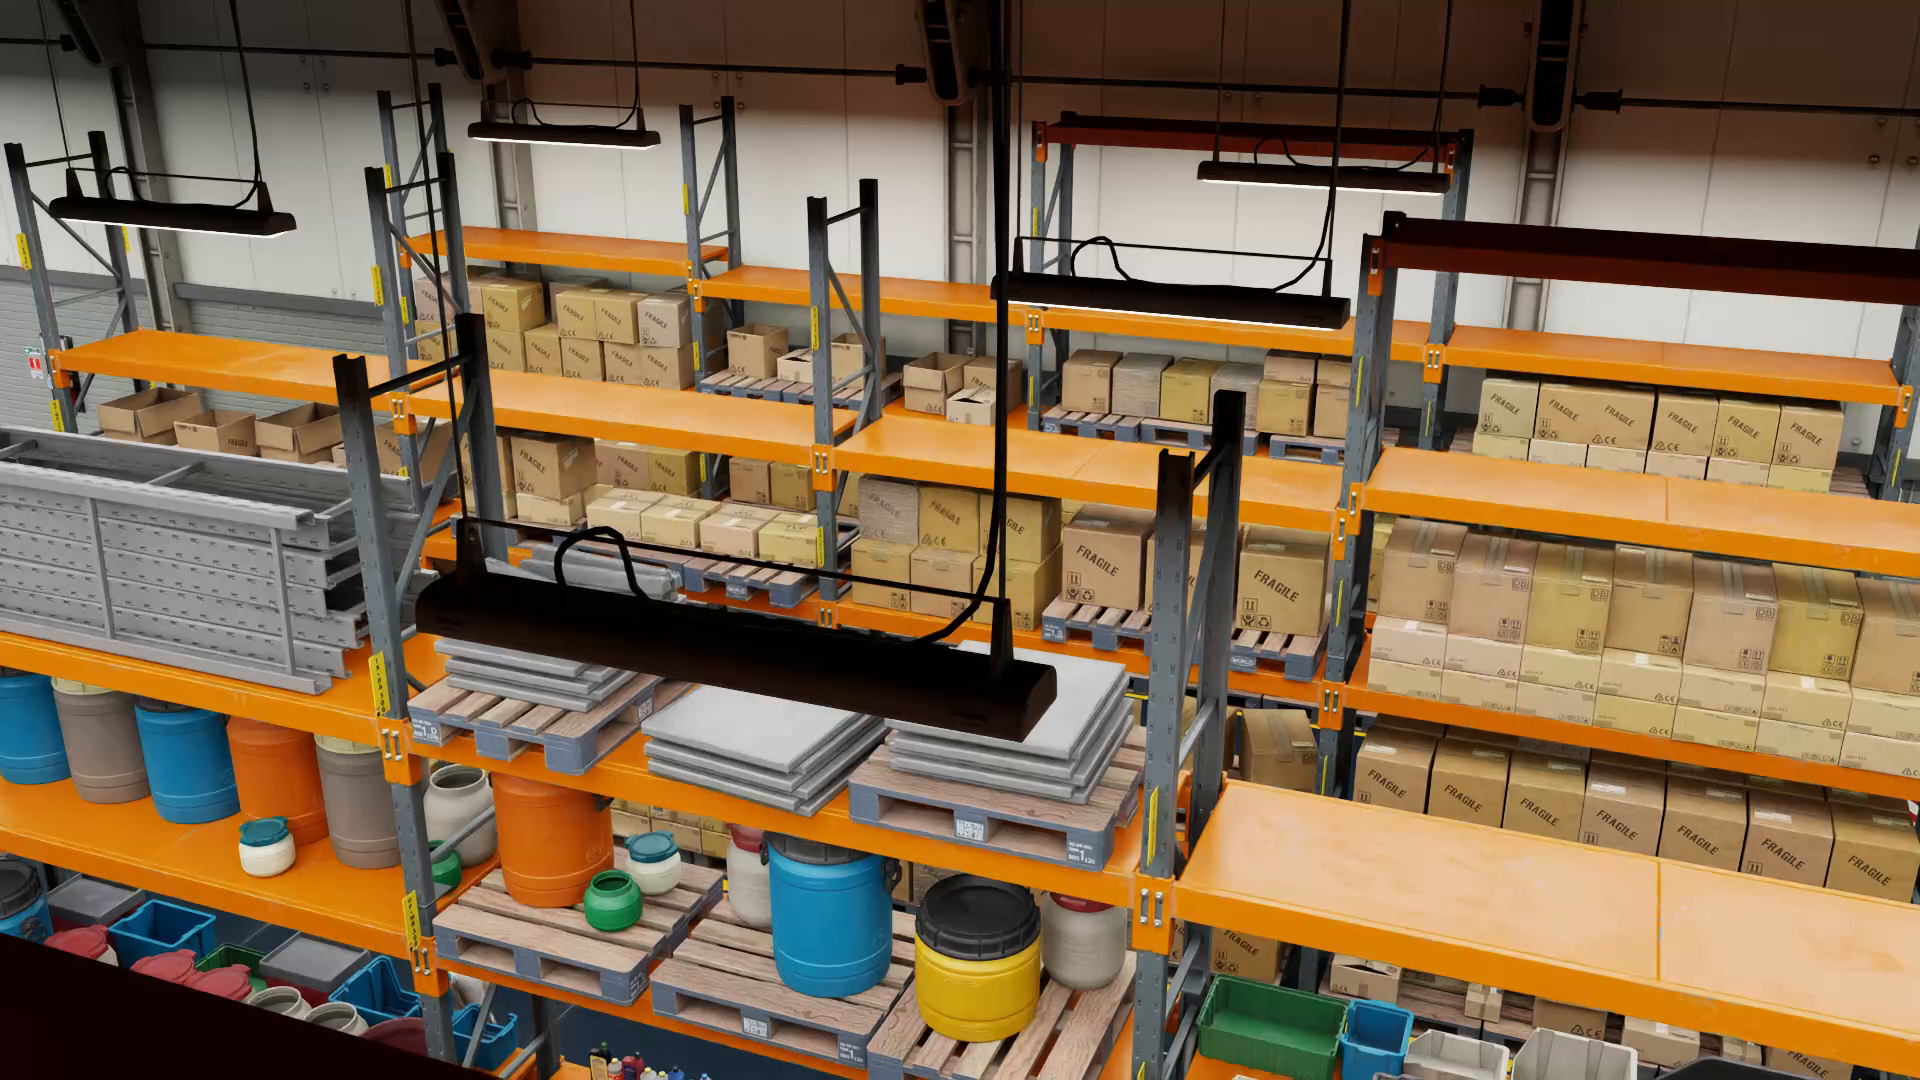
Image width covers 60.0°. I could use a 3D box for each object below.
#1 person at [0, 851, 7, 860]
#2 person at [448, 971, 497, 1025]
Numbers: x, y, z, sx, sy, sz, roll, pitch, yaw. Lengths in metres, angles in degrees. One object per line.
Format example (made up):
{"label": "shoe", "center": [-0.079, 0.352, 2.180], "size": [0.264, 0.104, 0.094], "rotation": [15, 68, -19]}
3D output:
{"label": "person", "center": [-8.529, 2.060, 14.500], "size": [0.628, 1.805, 0.623], "rotation": [-6, 22, -15]}
{"label": "person", "center": [-3.308, 3.306, 11.264], "size": [0.581, 1.838, 0.584], "rotation": [-6, 22, -16]}
